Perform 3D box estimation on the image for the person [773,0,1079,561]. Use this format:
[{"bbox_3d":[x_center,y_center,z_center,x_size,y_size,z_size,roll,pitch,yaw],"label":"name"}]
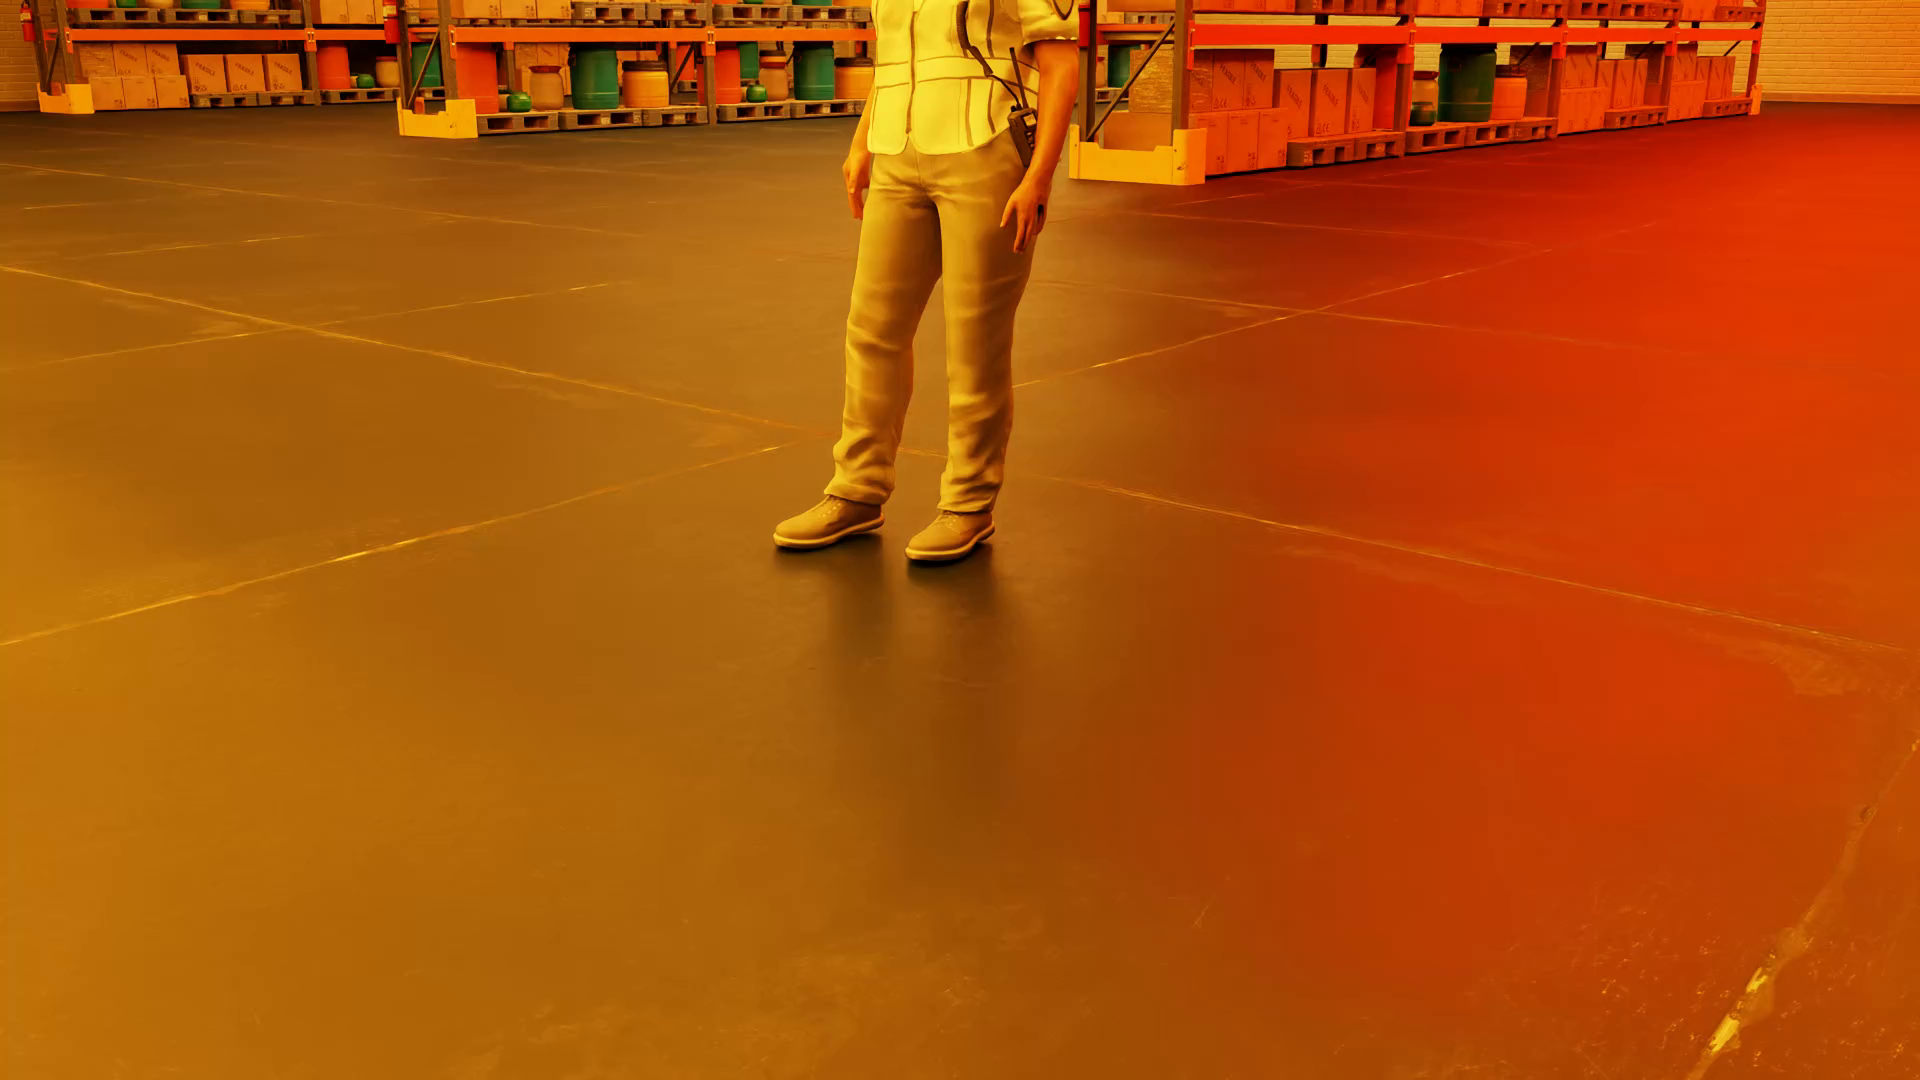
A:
[{"bbox_3d":[-0.067,-0.791,3.655,0.598,1.670,0.529,13,21,37],"label":"person"}]
